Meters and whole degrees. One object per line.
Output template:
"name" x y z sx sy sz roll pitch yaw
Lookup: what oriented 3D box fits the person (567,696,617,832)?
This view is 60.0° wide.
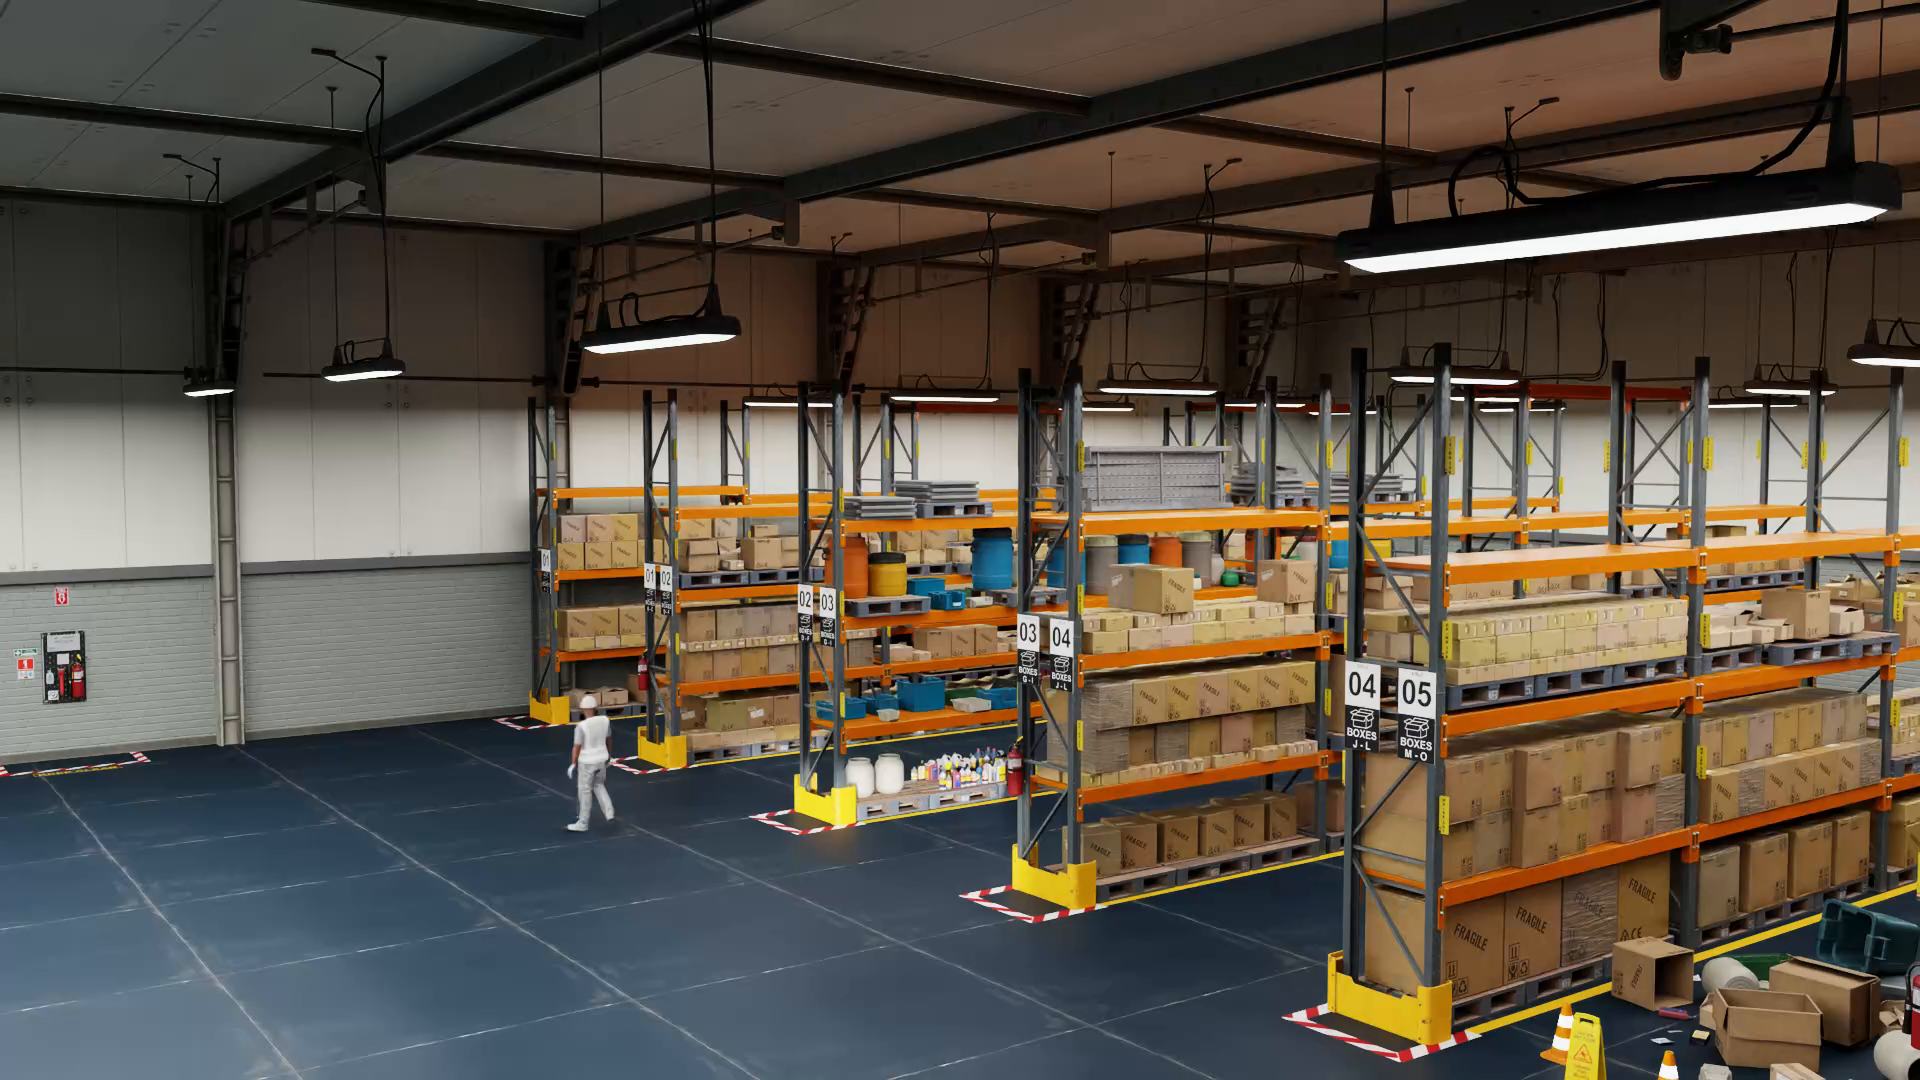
"person" -4.905 2.957 22.110 0.518 1.785 0.643 2 4 29
